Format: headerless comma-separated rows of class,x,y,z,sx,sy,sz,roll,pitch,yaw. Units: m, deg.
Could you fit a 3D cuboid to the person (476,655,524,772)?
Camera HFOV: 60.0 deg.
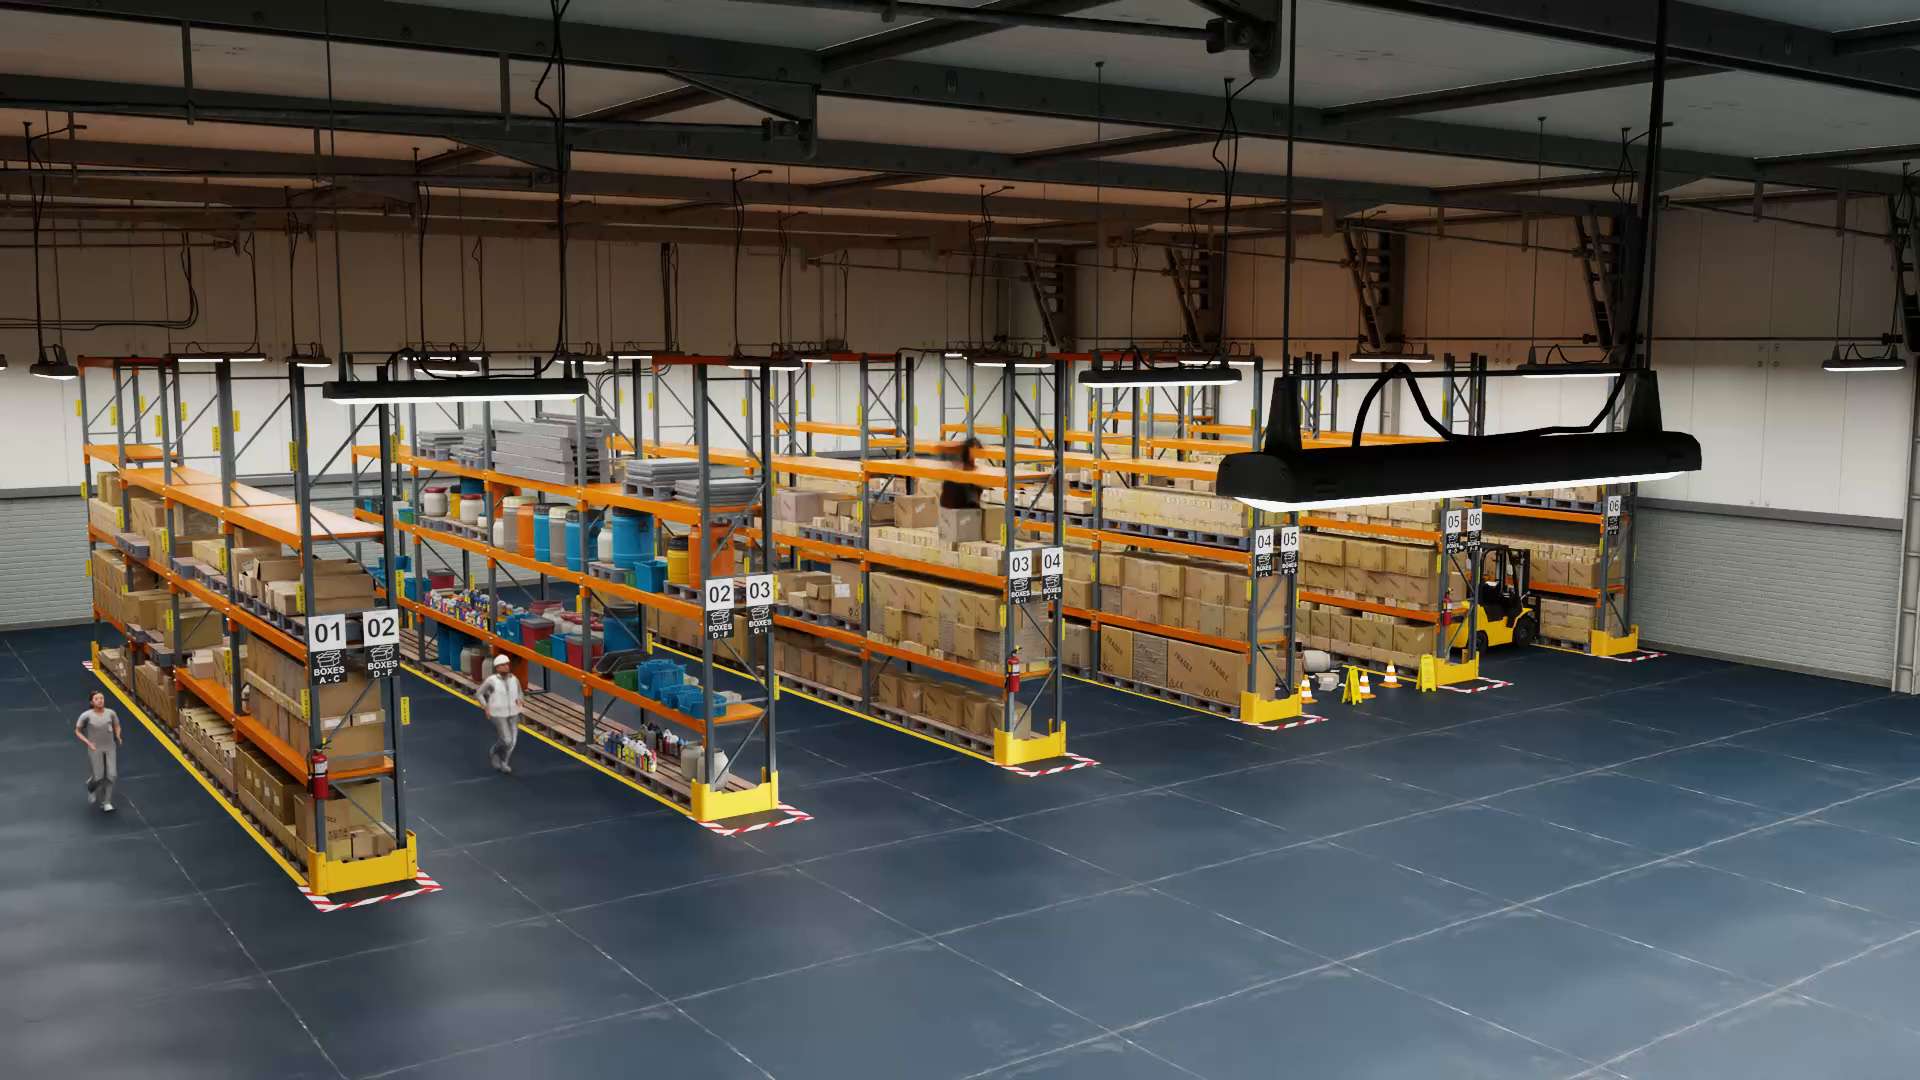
person,-6.612,2.538,24.186,0.644,1.730,0.587,-7,10,-44

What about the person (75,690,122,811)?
person,-11.549,2.820,22.362,0.588,1.619,0.561,7,10,43
